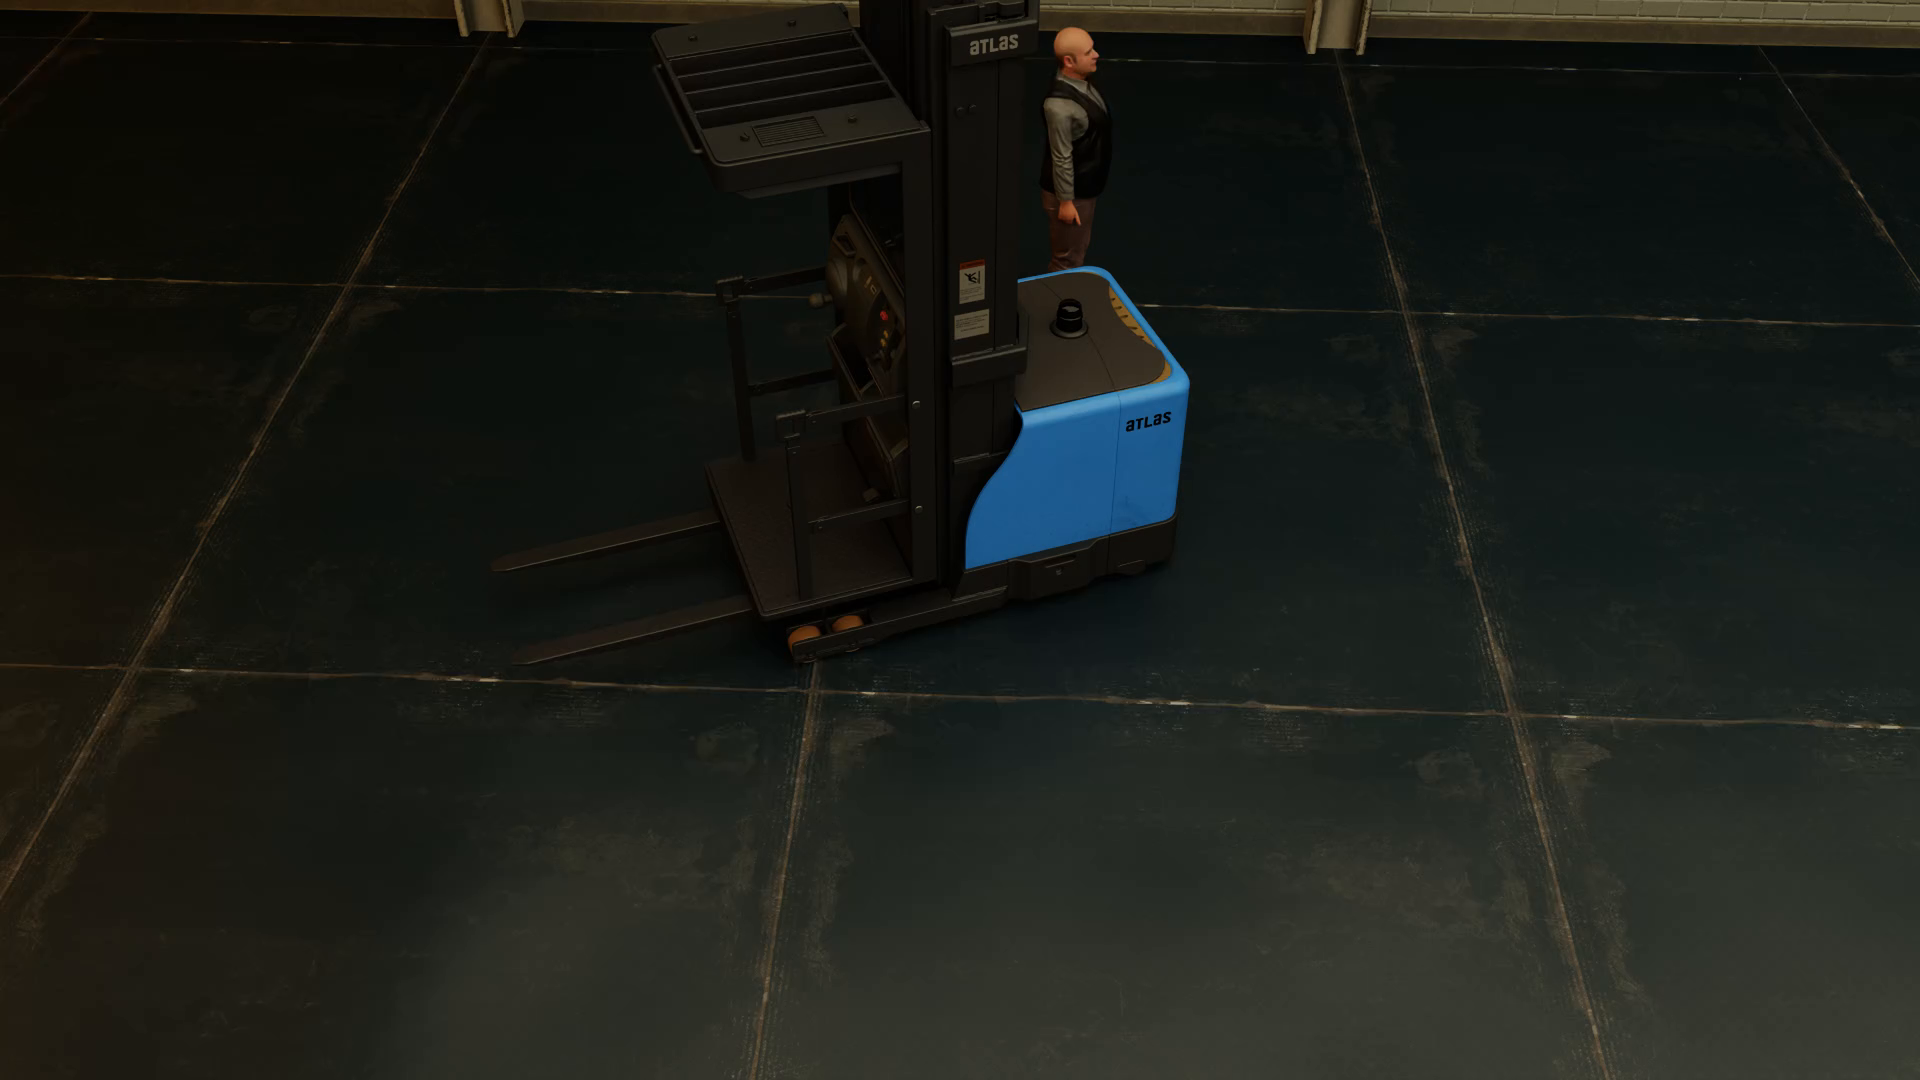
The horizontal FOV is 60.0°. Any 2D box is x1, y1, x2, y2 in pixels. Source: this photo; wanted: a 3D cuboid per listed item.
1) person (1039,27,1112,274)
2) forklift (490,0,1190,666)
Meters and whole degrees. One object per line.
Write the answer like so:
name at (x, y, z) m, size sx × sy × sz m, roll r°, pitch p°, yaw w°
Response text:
person at (0.600, -1.840, 8.657) m, size 0.370 × 1.723 × 0.524 m, roll 7°, pitch 43°, yaw 8°
forklift at (-0.573, -0.945, 6.778) m, size 3.031 × 2.935 × 1.130 m, roll -13°, pitch 44°, yaw -14°
